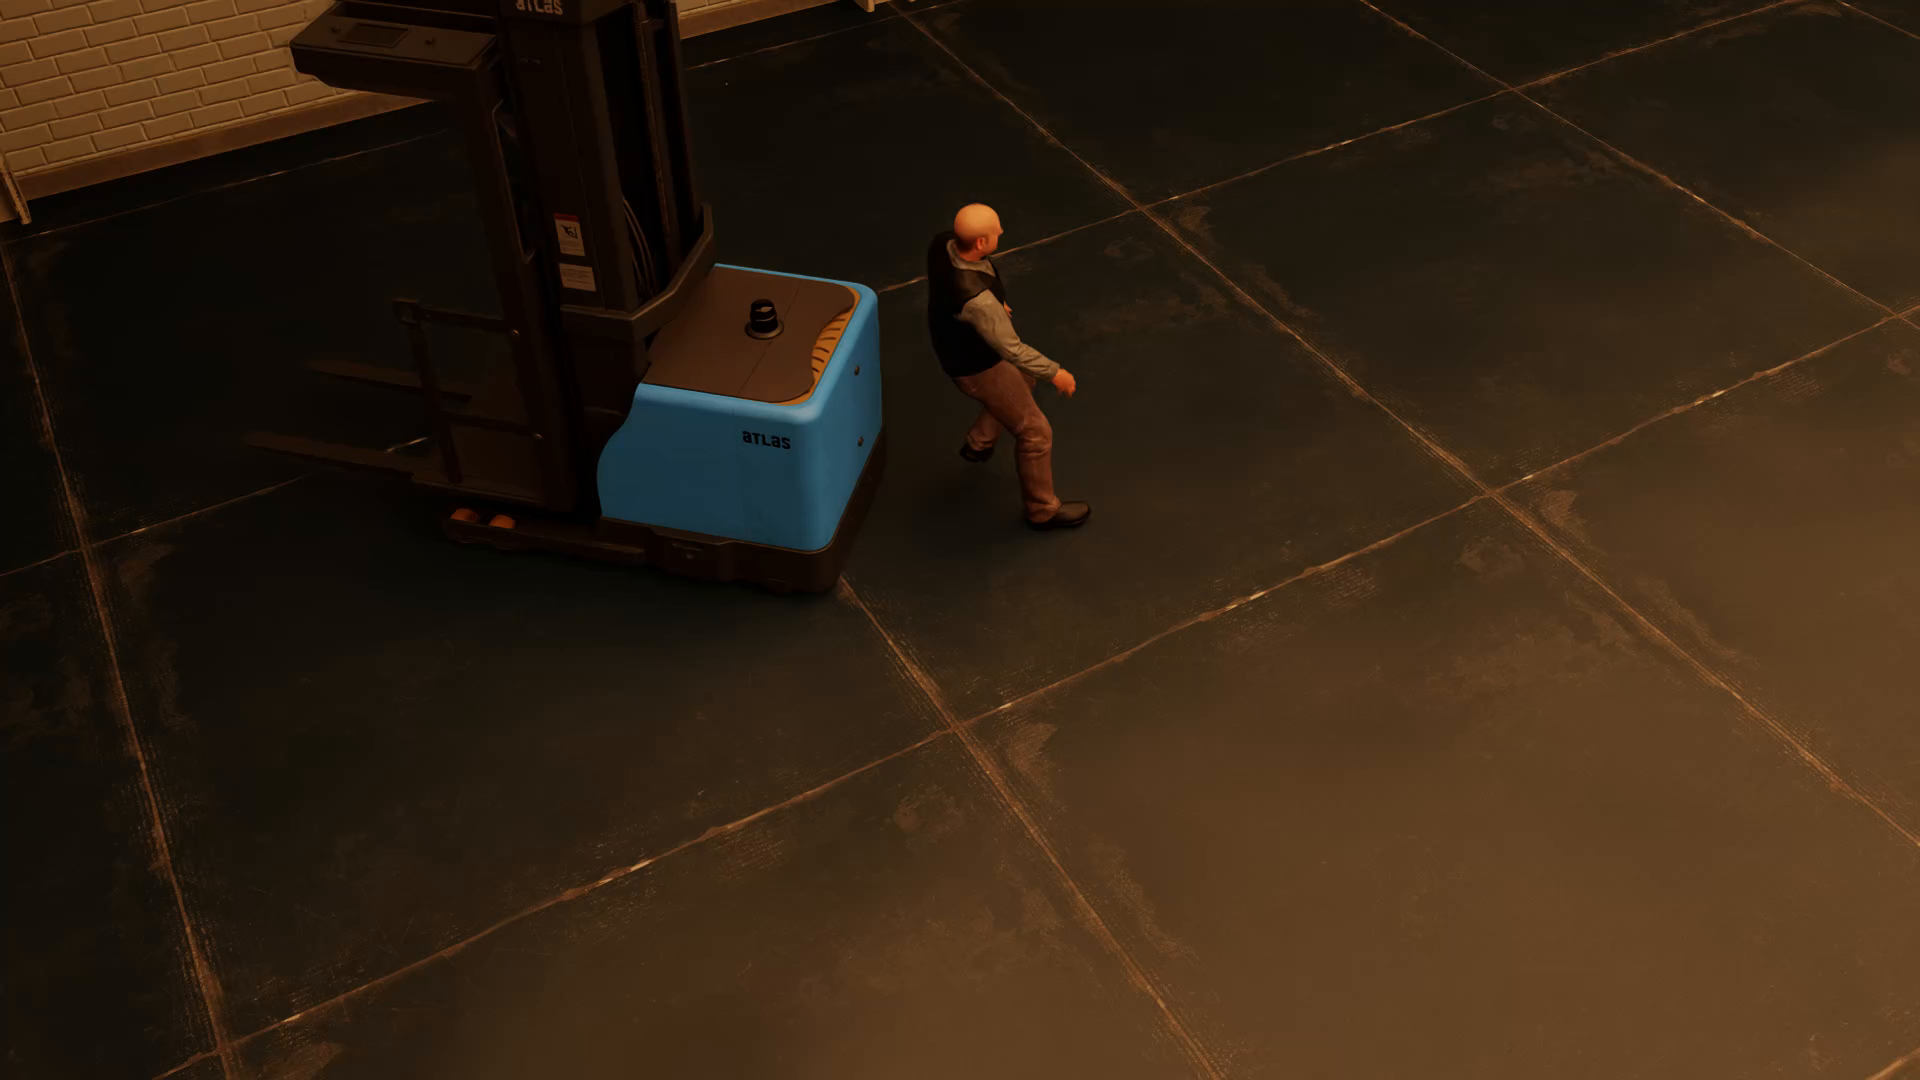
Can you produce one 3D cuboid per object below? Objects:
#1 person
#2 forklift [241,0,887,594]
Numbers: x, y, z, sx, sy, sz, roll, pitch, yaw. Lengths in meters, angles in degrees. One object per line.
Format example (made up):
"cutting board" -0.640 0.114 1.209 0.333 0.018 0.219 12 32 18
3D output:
"person" 0.216 -0.850 7.596 0.684 1.614 0.772 -9 44 -10
"forklift" -1.932 -1.365 7.170 3.031 2.935 1.130 10 44 10
